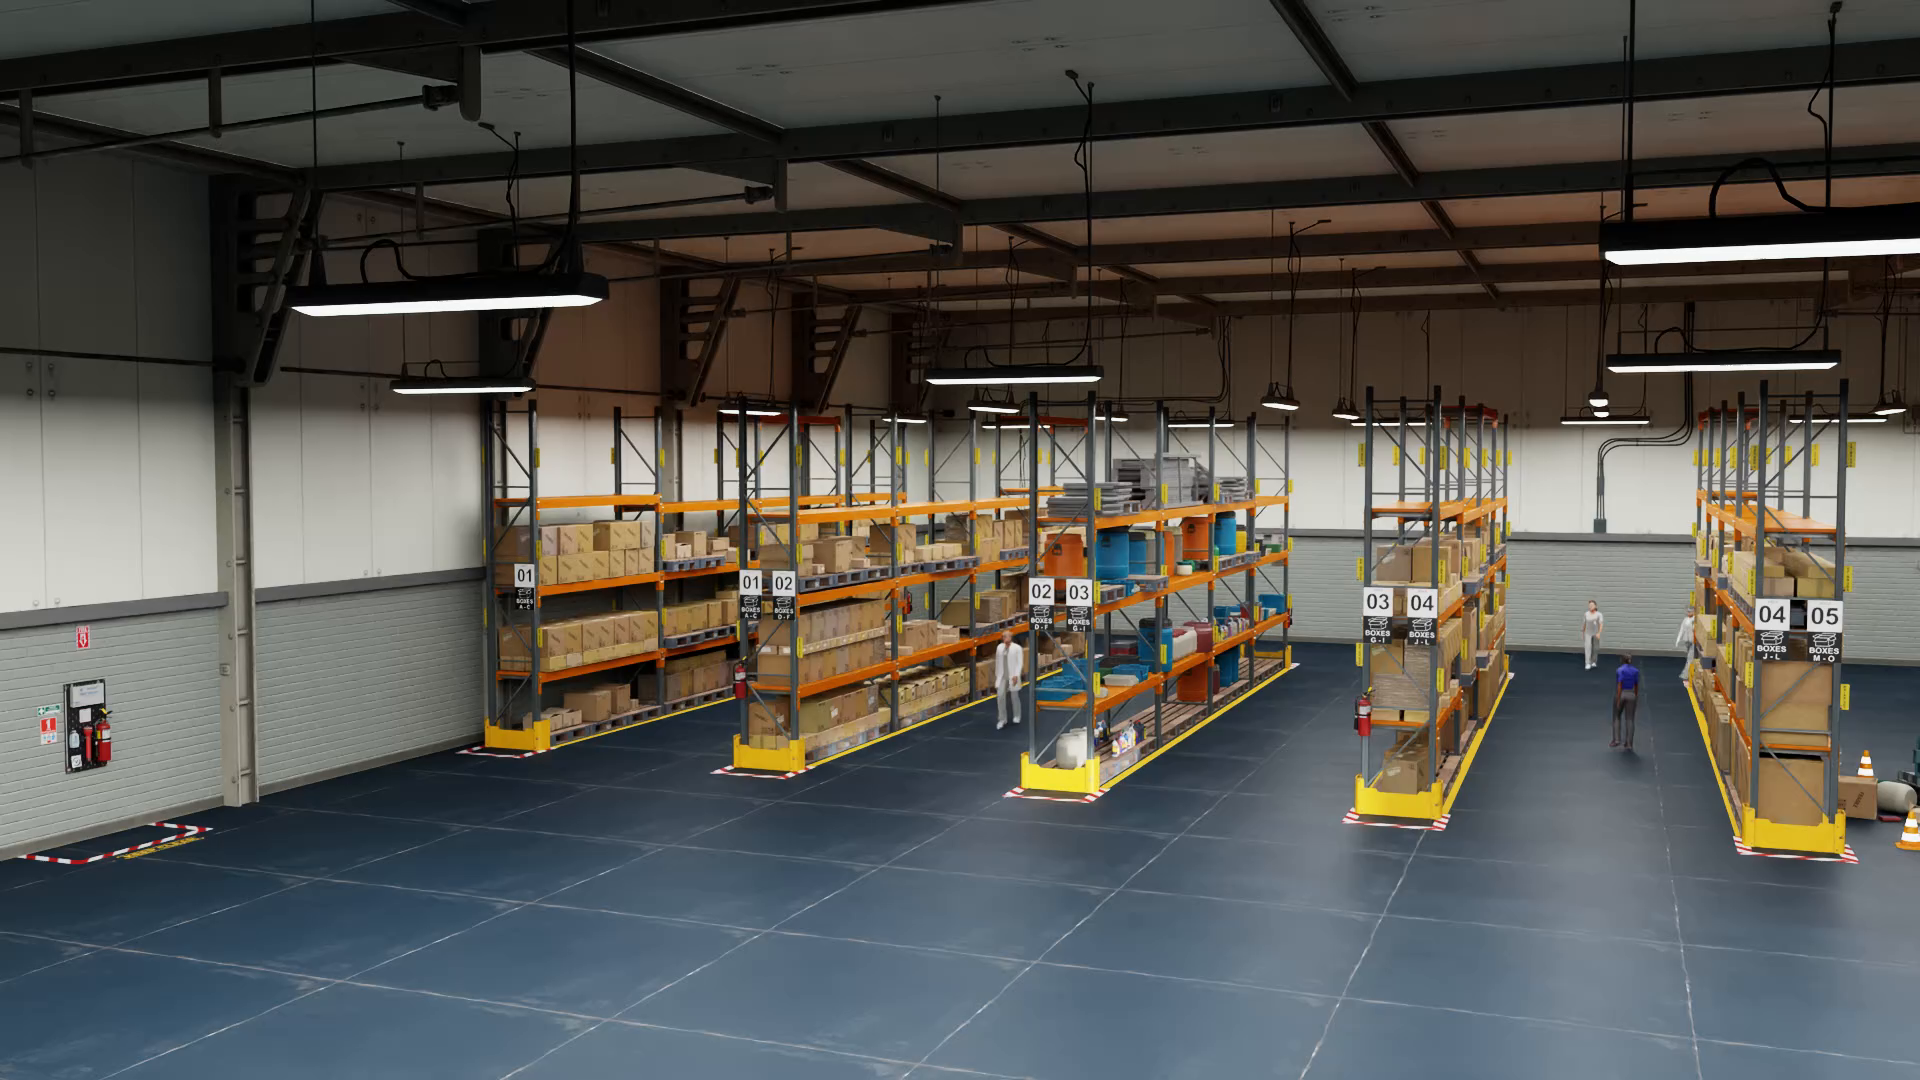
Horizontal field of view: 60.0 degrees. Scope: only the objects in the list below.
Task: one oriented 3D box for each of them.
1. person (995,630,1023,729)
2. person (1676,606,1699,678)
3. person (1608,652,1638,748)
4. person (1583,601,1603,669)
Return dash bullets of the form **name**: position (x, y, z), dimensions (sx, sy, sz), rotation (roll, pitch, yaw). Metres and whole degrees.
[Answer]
- **person**: position (0.892, 2.602, 31.096), dimensions (0.617, 1.819, 0.845), rotation (1, 3, 24)
- **person**: position (16.639, 2.295, 37.865), dimensions (1.038, 1.615, 0.523), rotation (-2, 3, -29)
- **person**: position (11.502, 2.783, 28.731), dimensions (0.444, 1.683, 0.687), rotation (0, 3, 9)
- **person**: position (14.968, 2.233, 39.298), dimensions (0.426, 1.596, 1.068), rotation (1, 3, 16)
